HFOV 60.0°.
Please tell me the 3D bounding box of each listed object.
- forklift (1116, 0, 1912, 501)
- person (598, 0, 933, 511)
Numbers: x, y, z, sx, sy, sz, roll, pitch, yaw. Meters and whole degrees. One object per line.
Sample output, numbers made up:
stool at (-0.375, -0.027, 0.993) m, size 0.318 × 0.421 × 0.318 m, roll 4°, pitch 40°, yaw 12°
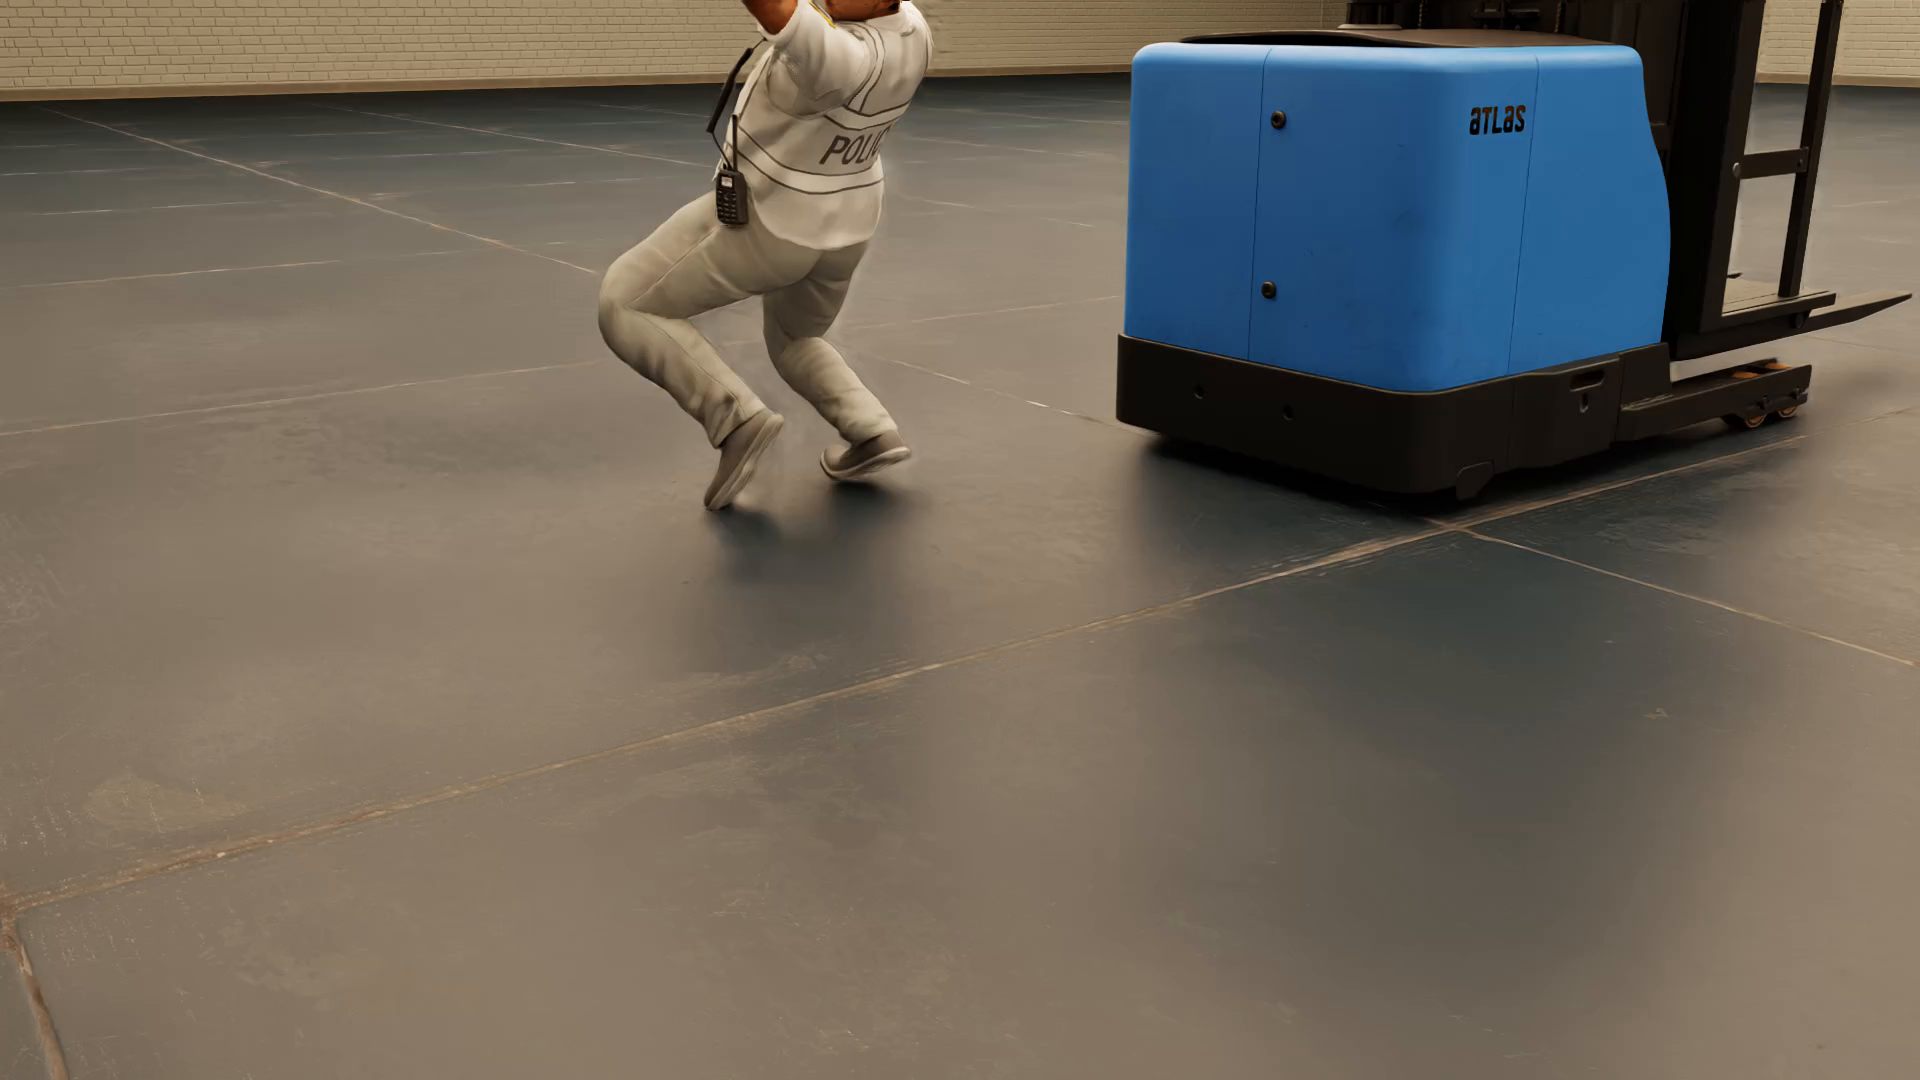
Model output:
forklift at (1.904, -1.833, 4.732) m, size 3.031 × 2.935 × 1.130 m, roll -14°, pitch 22°, yaw -36°
person at (-0.466, -0.826, 3.871) m, size 0.753 × 1.579 × 0.964 m, roll 11°, pitch 20°, yaw 30°
